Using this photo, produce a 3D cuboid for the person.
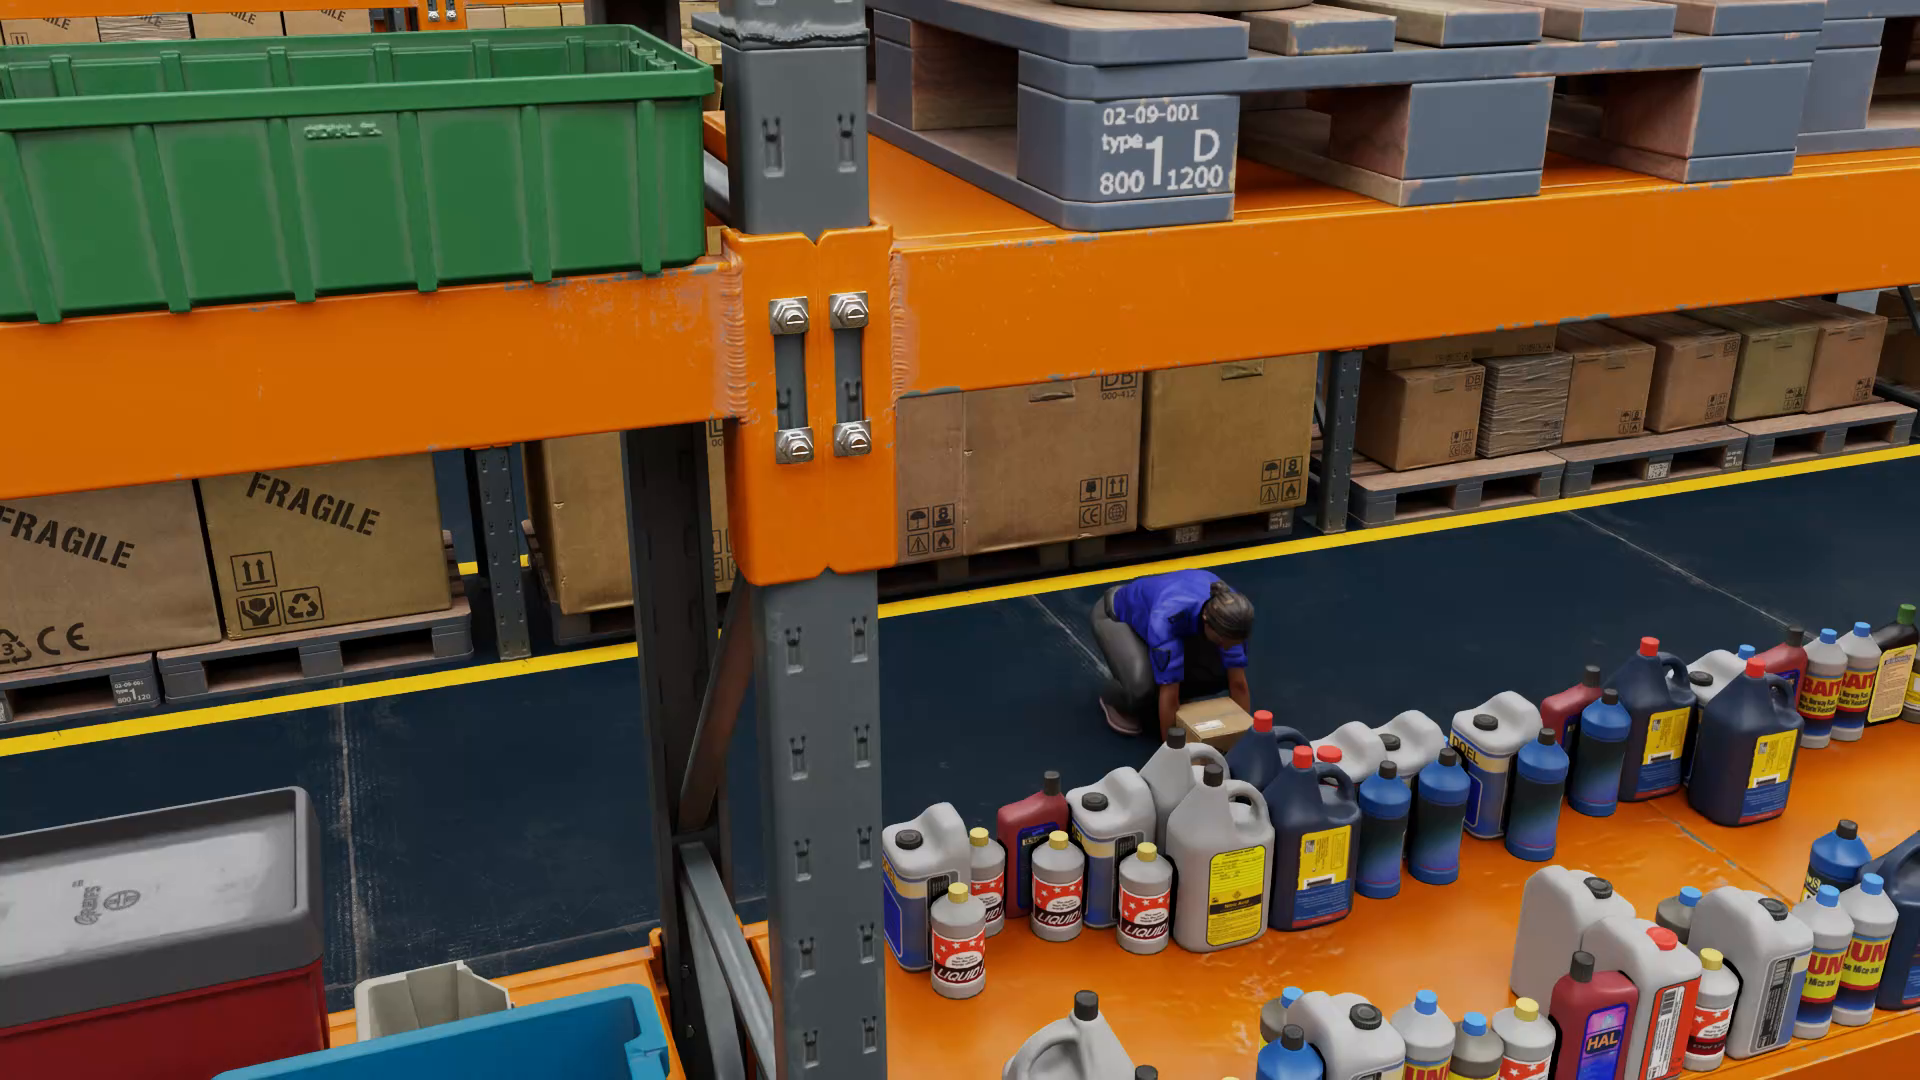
[{"bbox_3d":[0.814,0.446,6.312,0.470,0.807,0.841,-8,24,-19],"label":"person"}]
